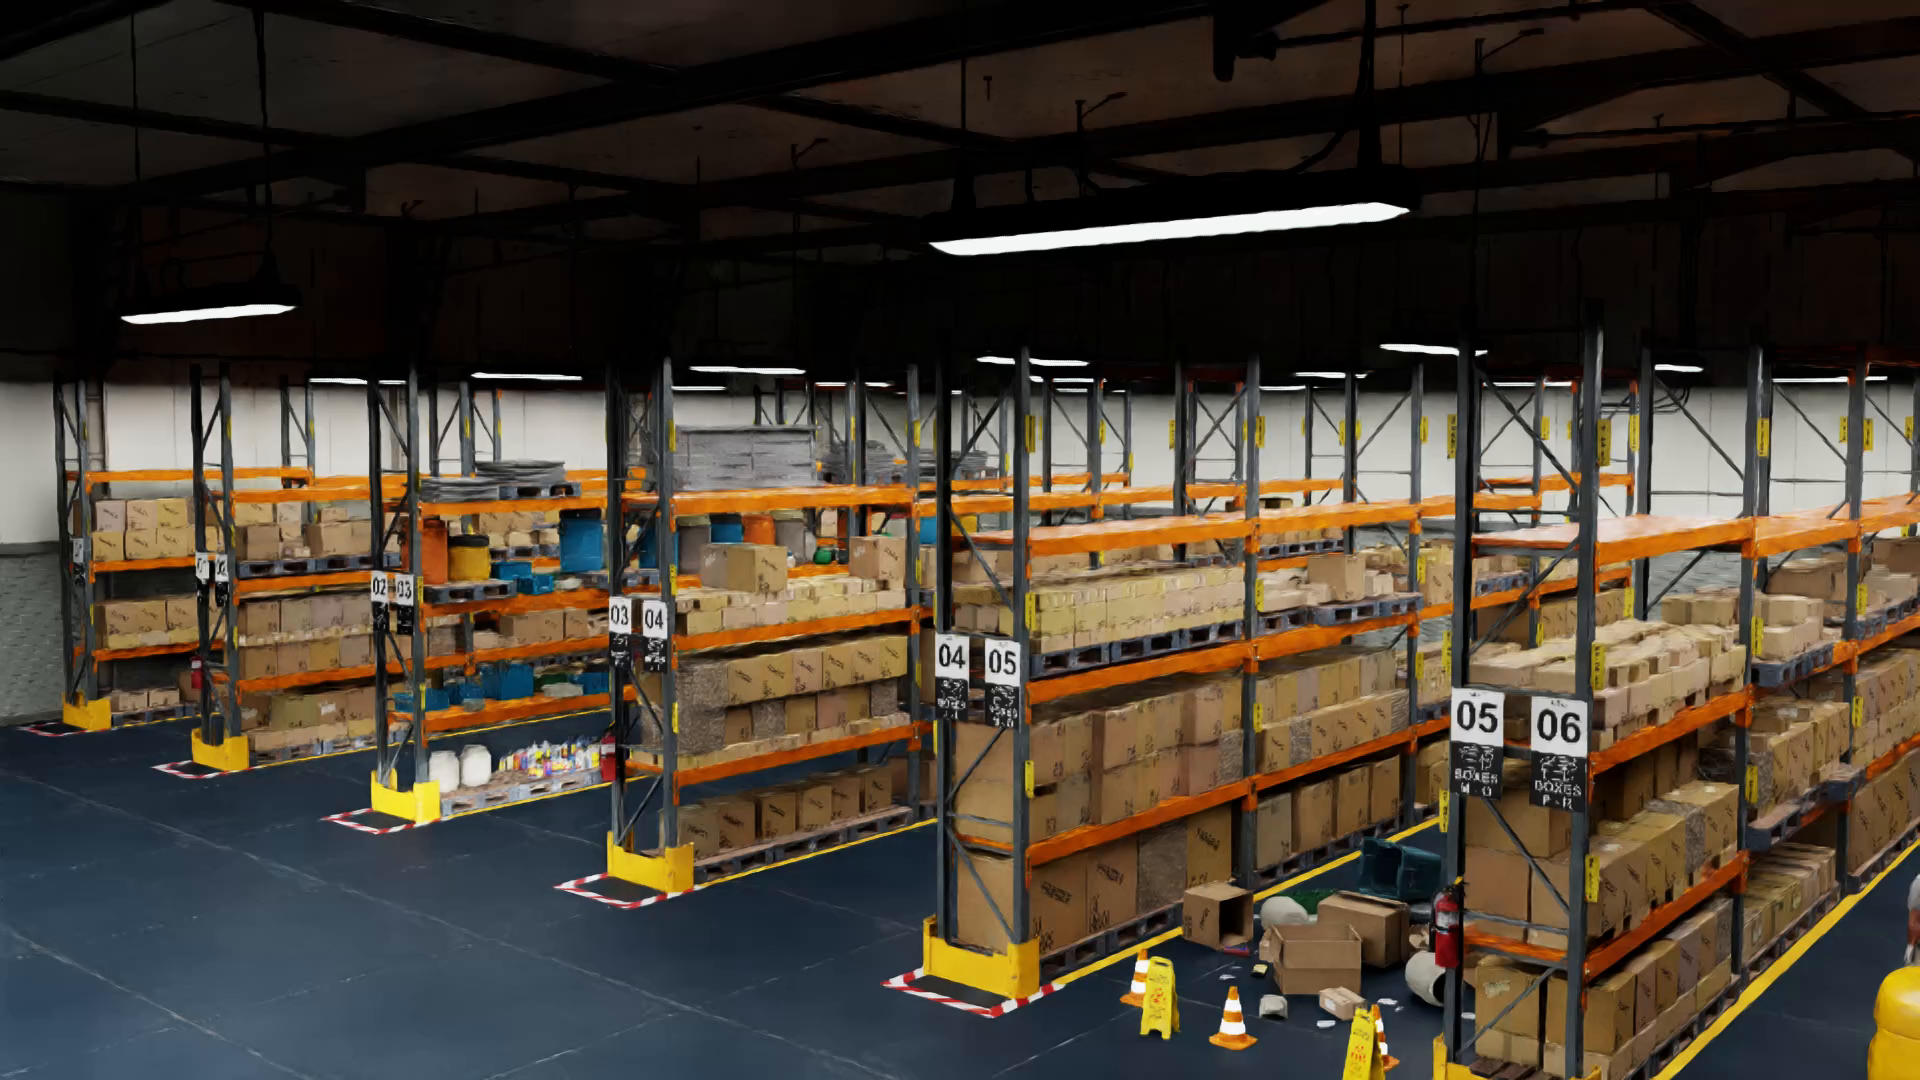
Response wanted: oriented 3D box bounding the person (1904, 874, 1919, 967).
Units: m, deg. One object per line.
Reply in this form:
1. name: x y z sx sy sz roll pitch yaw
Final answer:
1. person: 7.855 3.282 13.521 0.608 1.784 0.488 -2 4 -21
